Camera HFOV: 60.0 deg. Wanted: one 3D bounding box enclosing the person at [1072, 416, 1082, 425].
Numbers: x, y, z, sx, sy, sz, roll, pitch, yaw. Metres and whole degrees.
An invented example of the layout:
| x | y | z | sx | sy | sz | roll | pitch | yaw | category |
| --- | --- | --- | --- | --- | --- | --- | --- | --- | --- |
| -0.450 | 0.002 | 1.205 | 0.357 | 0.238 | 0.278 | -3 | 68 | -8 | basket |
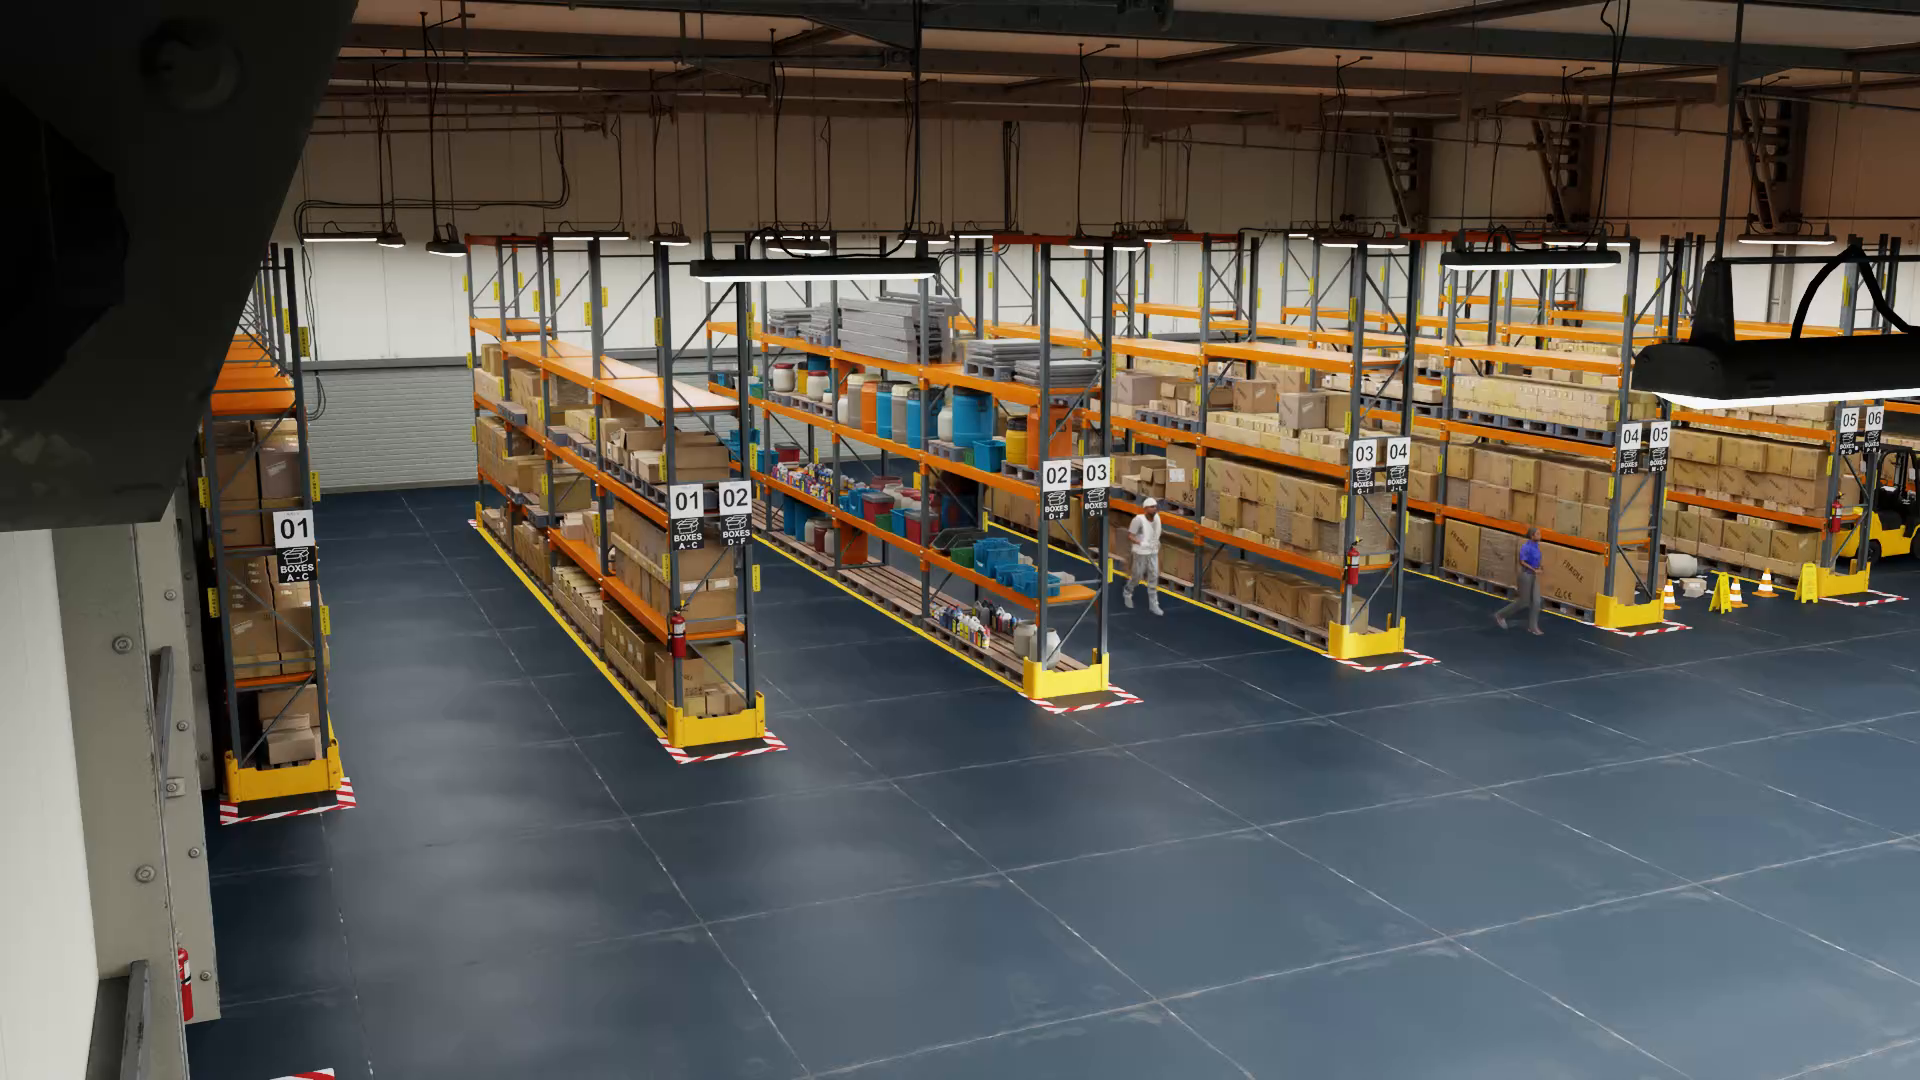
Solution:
| x | y | z | sx | sy | sz | roll | pitch | yaw | category |
| --- | --- | --- | --- | --- | --- | --- | --- | --- | --- |
| 2.702 | -2.386 | 41.258 | 0.845 | 1.613 | 0.789 | -5 | 12 | -23 | person |

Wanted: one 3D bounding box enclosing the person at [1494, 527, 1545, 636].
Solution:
| x | y | z | sx | sy | sz | roll | pitch | yaw | category |
| --- | --- | --- | --- | --- | --- | --- | --- | --- | --- |
| 8.755 | 0.613 | 25.737 | 0.774 | 1.668 | 0.636 | 8 | 14 | 36 | person |

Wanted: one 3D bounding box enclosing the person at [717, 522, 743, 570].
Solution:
| x | y | z | sx | sy | sz | roll | pitch | yaw | category |
| --- | --- | --- | --- | --- | --- | --- | --- | --- | --- |
| -4.129 | -0.238 | 30.008 | 0.601 | 1.644 | 0.648 | -6 | 13 | -29 | person |

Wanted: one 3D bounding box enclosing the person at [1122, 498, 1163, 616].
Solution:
| x | y | z | sx | sy | sz | roll | pitch | yaw | category |
| --- | --- | --- | --- | --- | --- | --- | --- | --- | --- |
| 2.876 | 0.225 | 25.802 | 0.708 | 1.803 | 0.952 | -8 | 13 | -34 | person |
